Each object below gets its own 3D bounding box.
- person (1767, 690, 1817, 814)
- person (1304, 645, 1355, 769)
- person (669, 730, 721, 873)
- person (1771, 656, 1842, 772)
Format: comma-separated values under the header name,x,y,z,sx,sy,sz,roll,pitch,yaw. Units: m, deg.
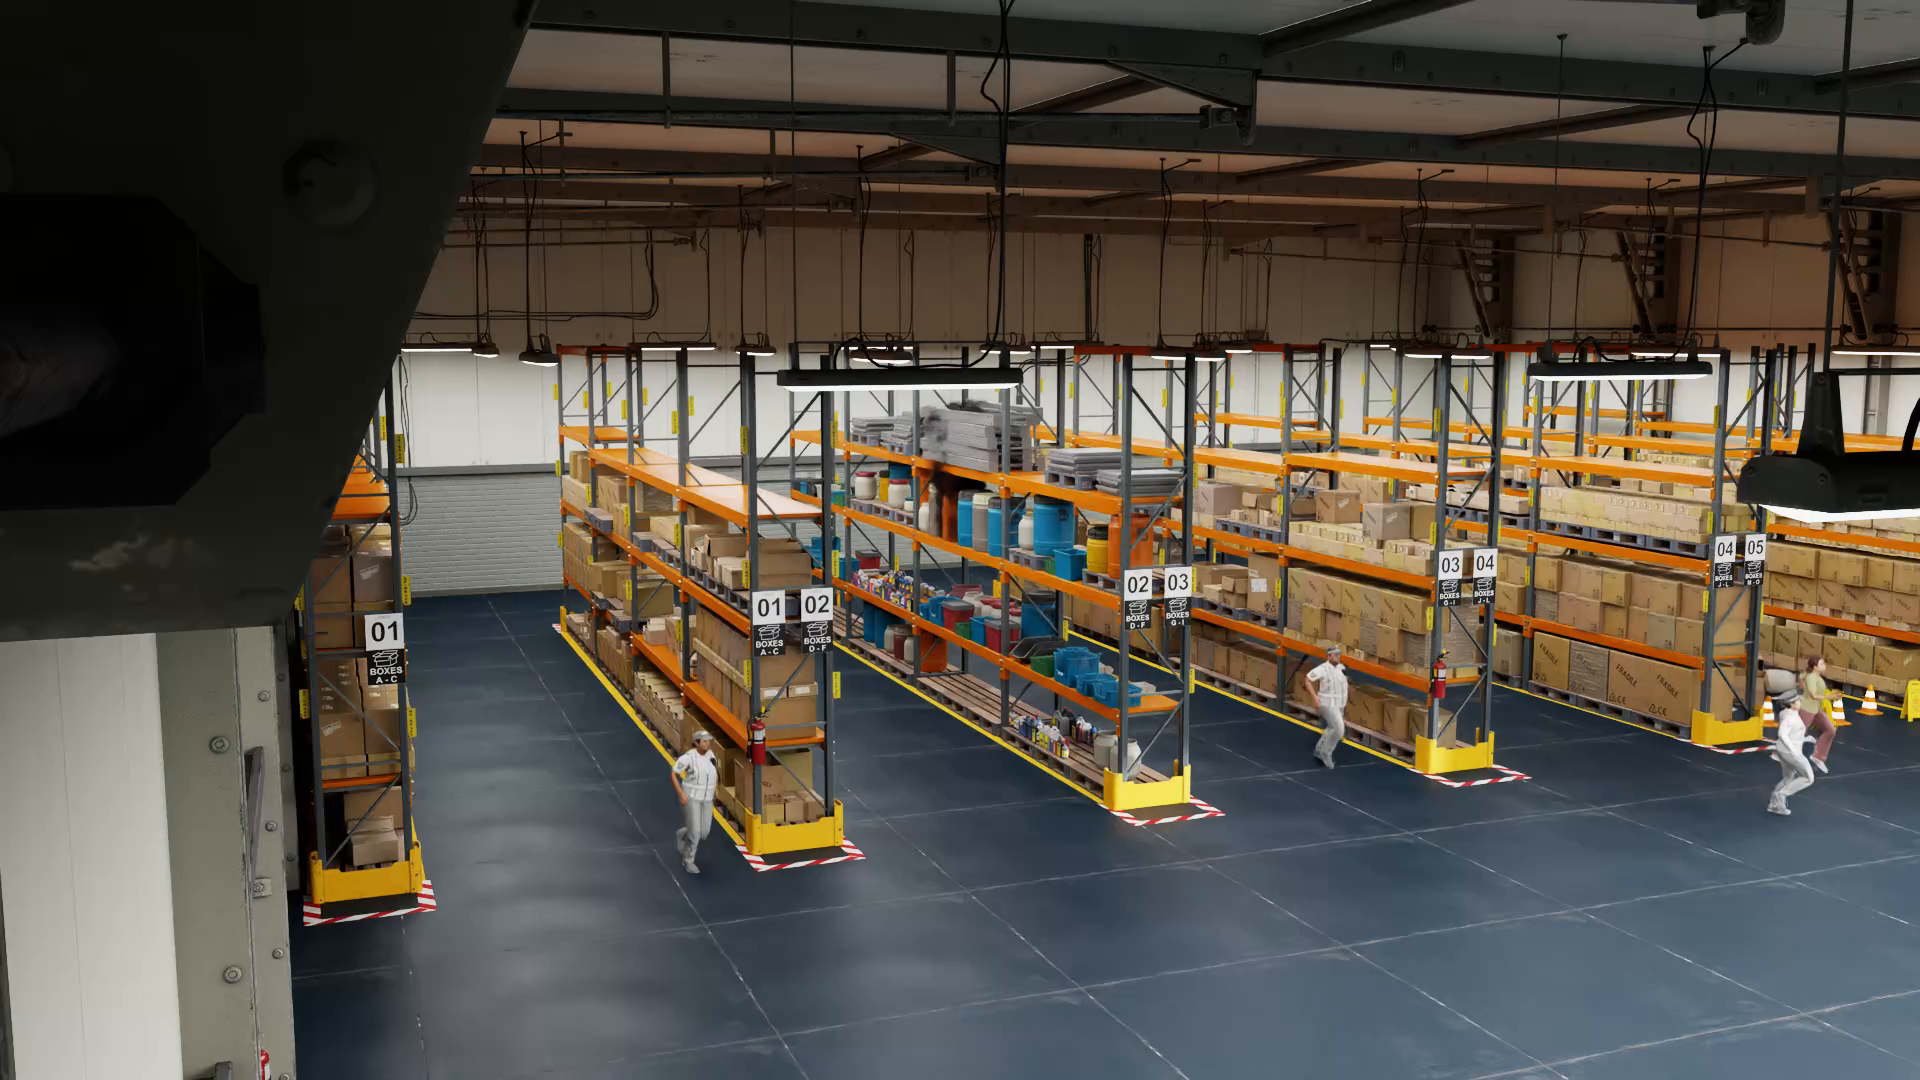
name,x,y,z,sx,sy,sz,roll,pitch,yaw
person,10.858,2.763,21.639,0.560,1.657,0.599,1,7,10
person,5.410,2.409,24.088,0.633,1.814,0.717,-6,9,-39
person,-3.135,3.061,19.714,0.644,1.613,0.653,-7,10,-43
person,12.171,2.480,23.883,0.855,1.695,0.580,5,9,37
